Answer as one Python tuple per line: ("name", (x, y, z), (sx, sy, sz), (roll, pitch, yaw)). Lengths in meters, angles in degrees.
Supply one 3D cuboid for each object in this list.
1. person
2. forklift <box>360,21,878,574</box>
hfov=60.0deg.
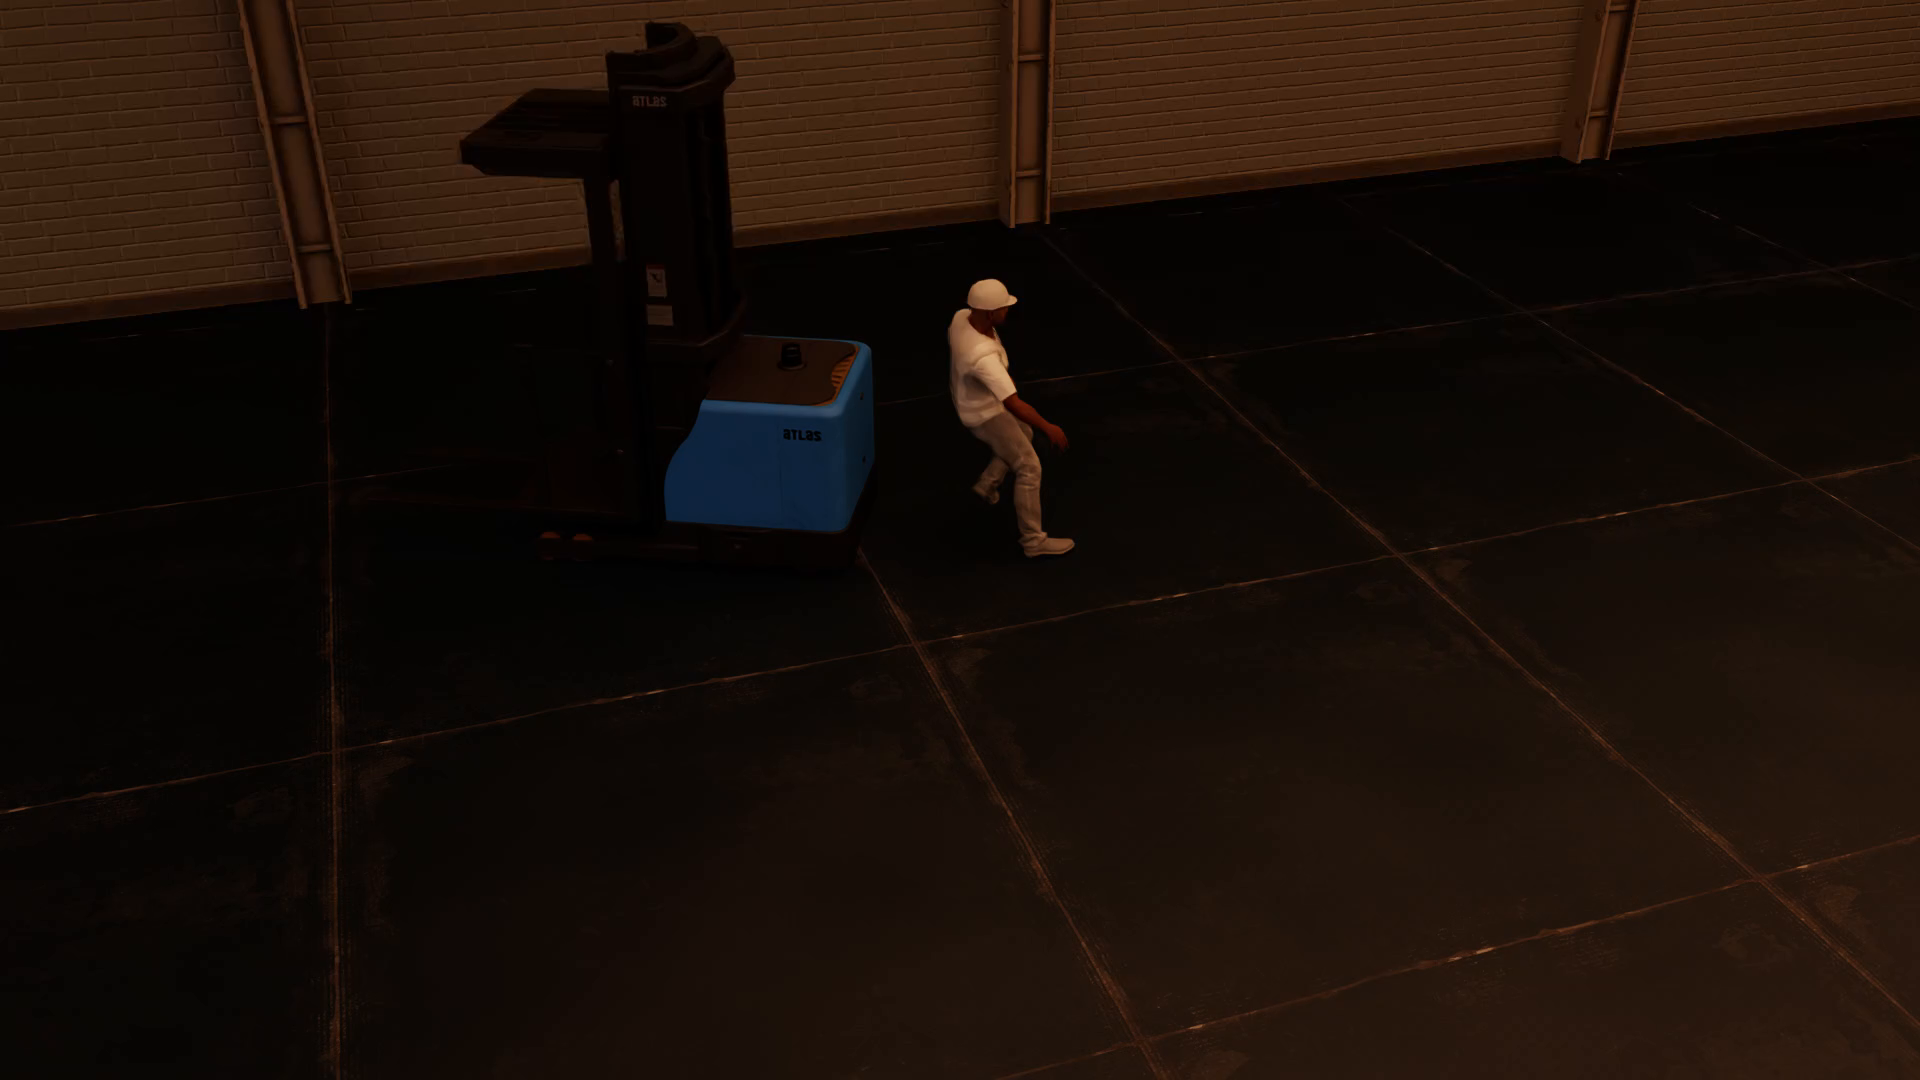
("person", (0.286, -0.769, 9.732), (0.676, 1.640, 0.789), (-6, 30, -10))
("forklift", (-2.072, -1.394, 9.510), (3.031, 2.935, 1.130), (4, 30, 7))
